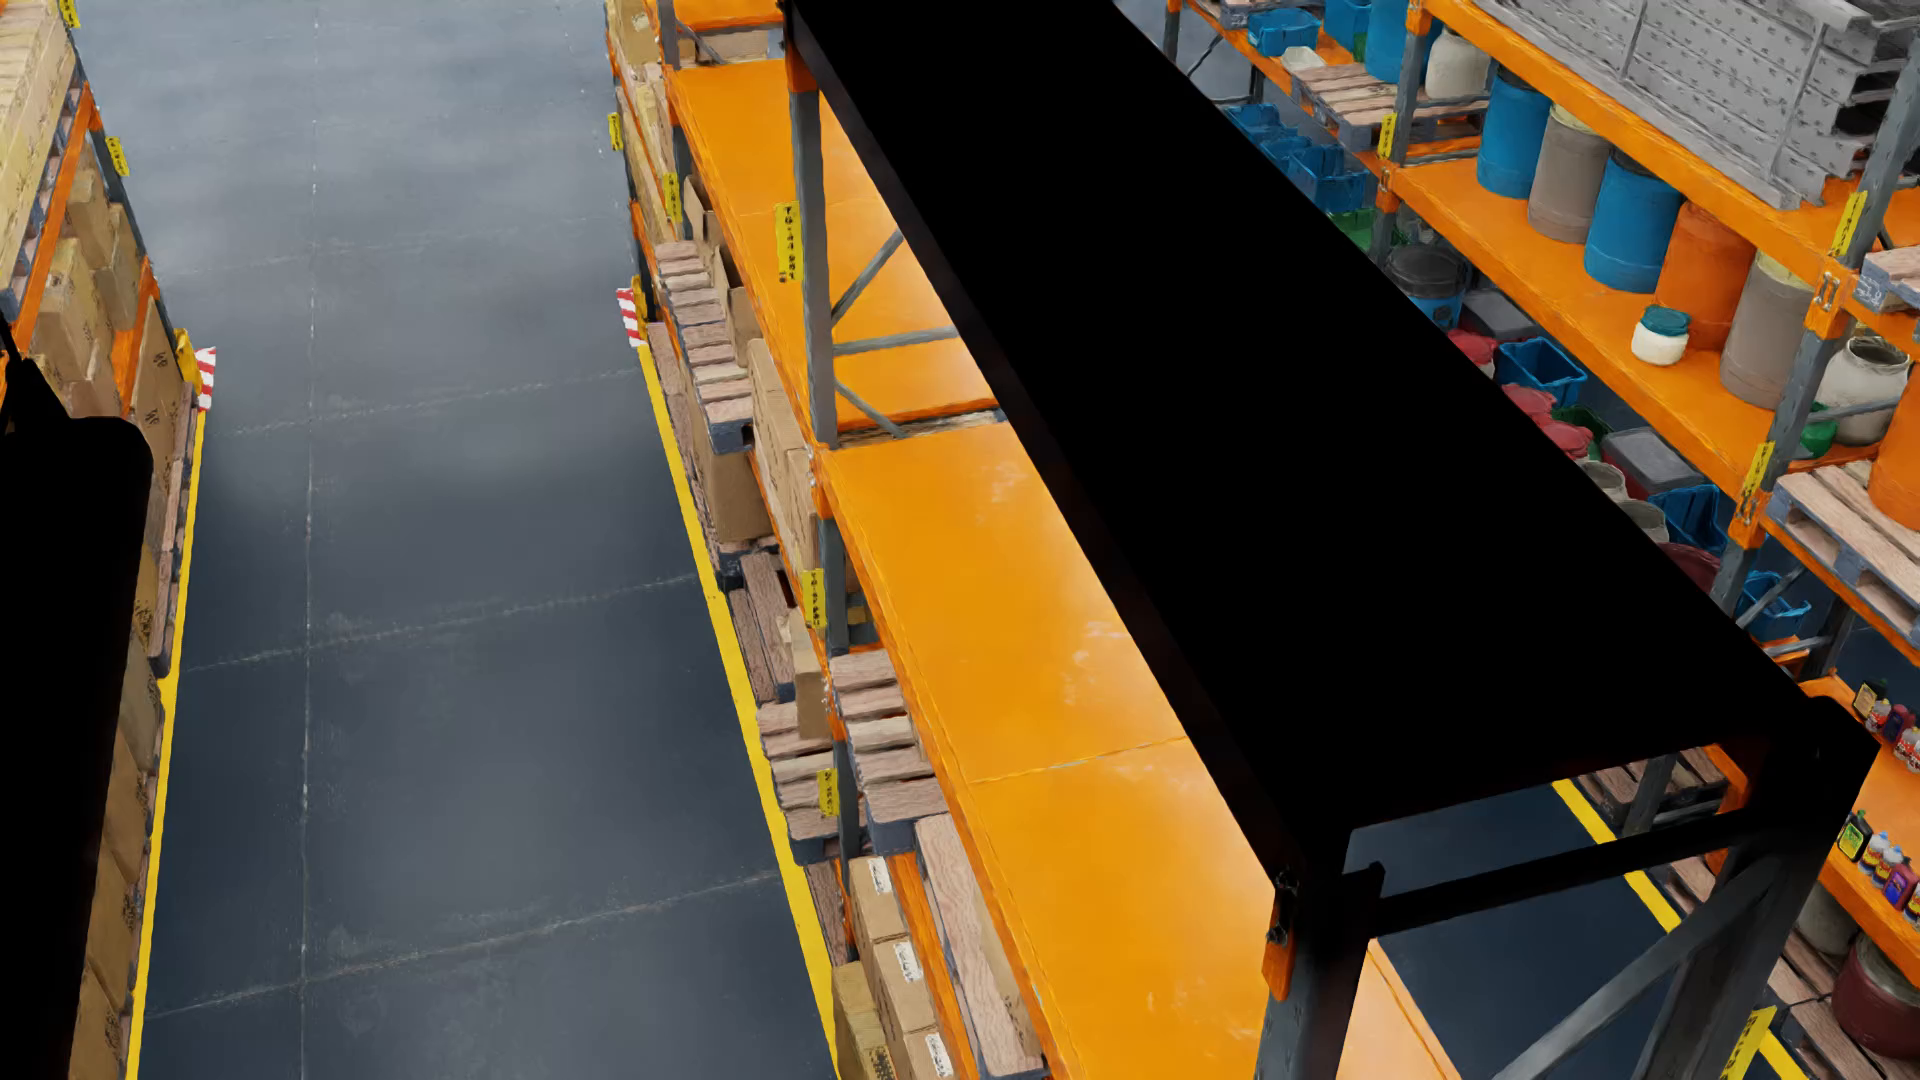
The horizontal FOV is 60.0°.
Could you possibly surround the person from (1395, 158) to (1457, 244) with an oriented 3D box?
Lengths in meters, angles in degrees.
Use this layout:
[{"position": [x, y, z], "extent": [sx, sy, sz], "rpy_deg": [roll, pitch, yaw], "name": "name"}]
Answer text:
[{"position": [4.314, -3.198, 15.583], "extent": [0.621, 1.607, 0.582], "rpy_deg": [-12, 40, -14], "name": "person"}]
